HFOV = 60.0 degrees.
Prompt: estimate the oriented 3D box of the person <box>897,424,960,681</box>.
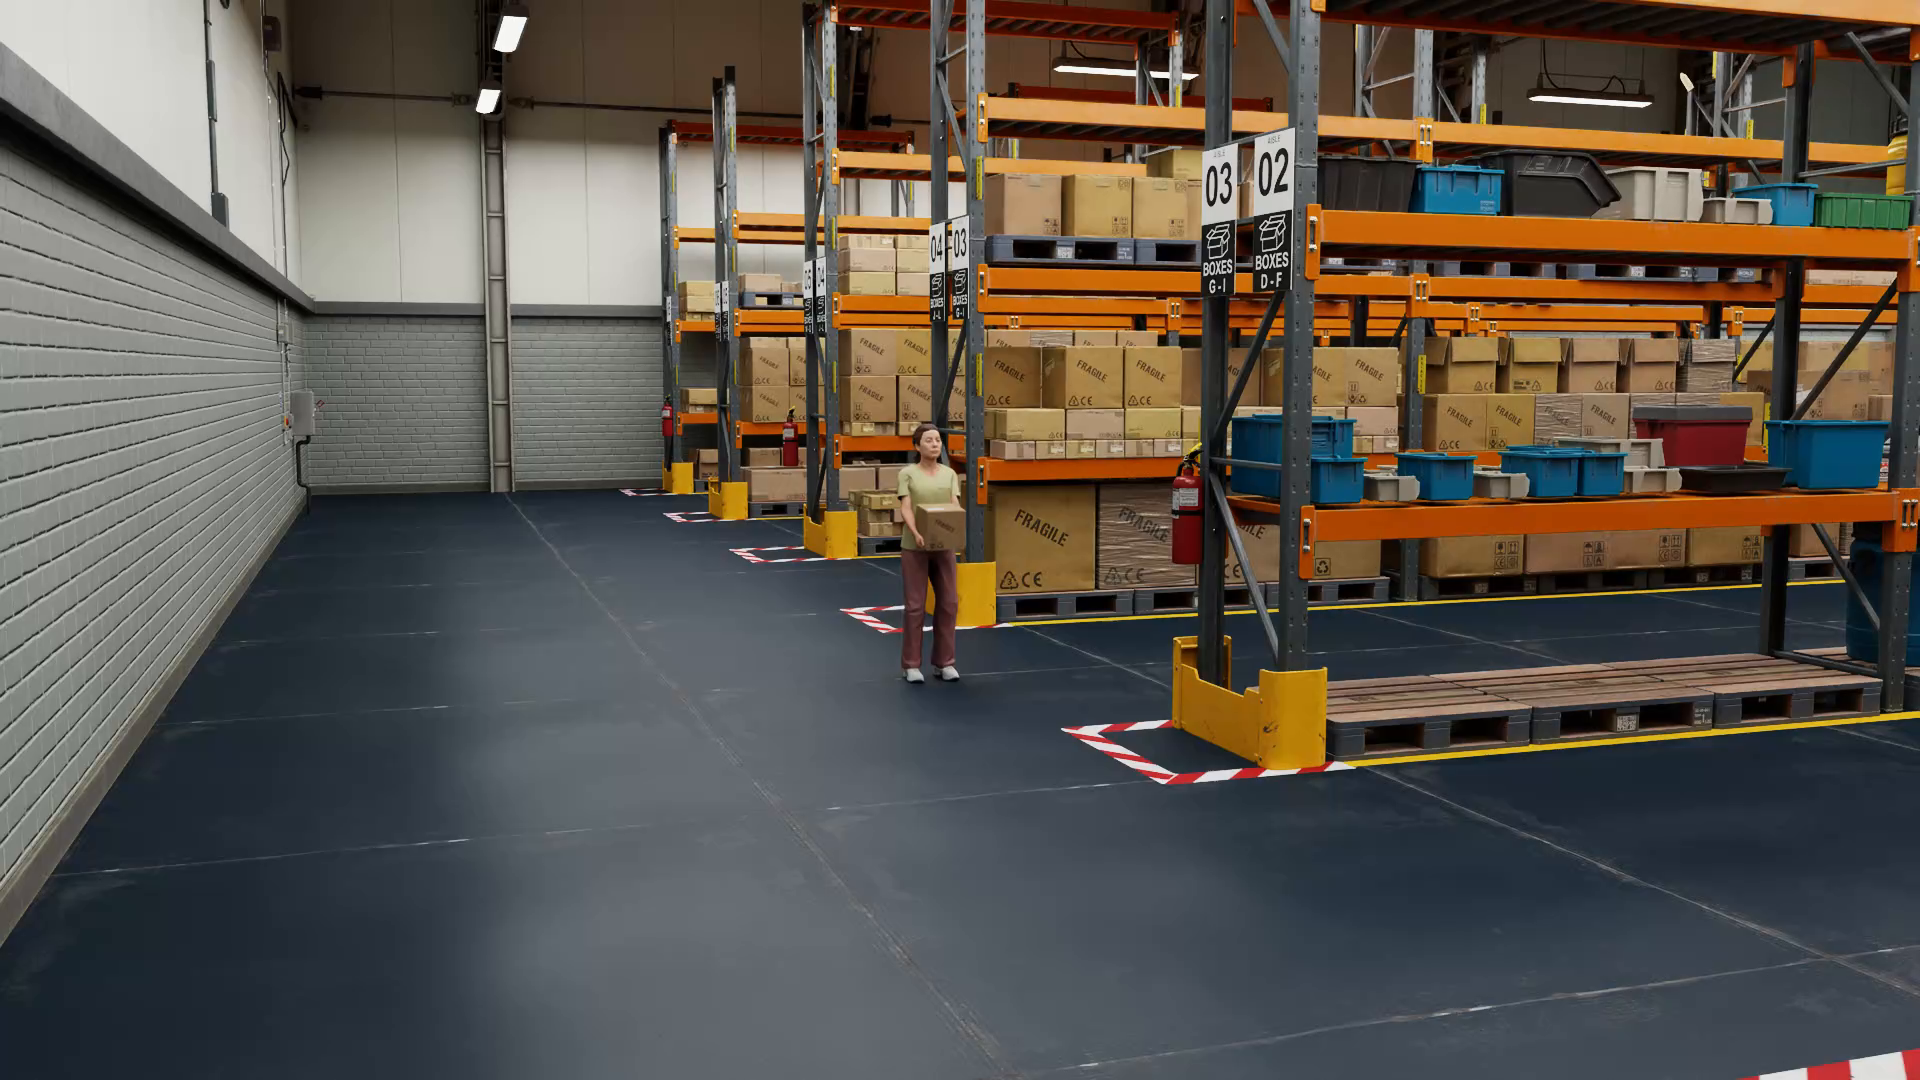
[{"bbox_3d":[-0.178,0.083,10.762,0.428,1.663,0.538,-2,6,-19],"label":"person"}]
